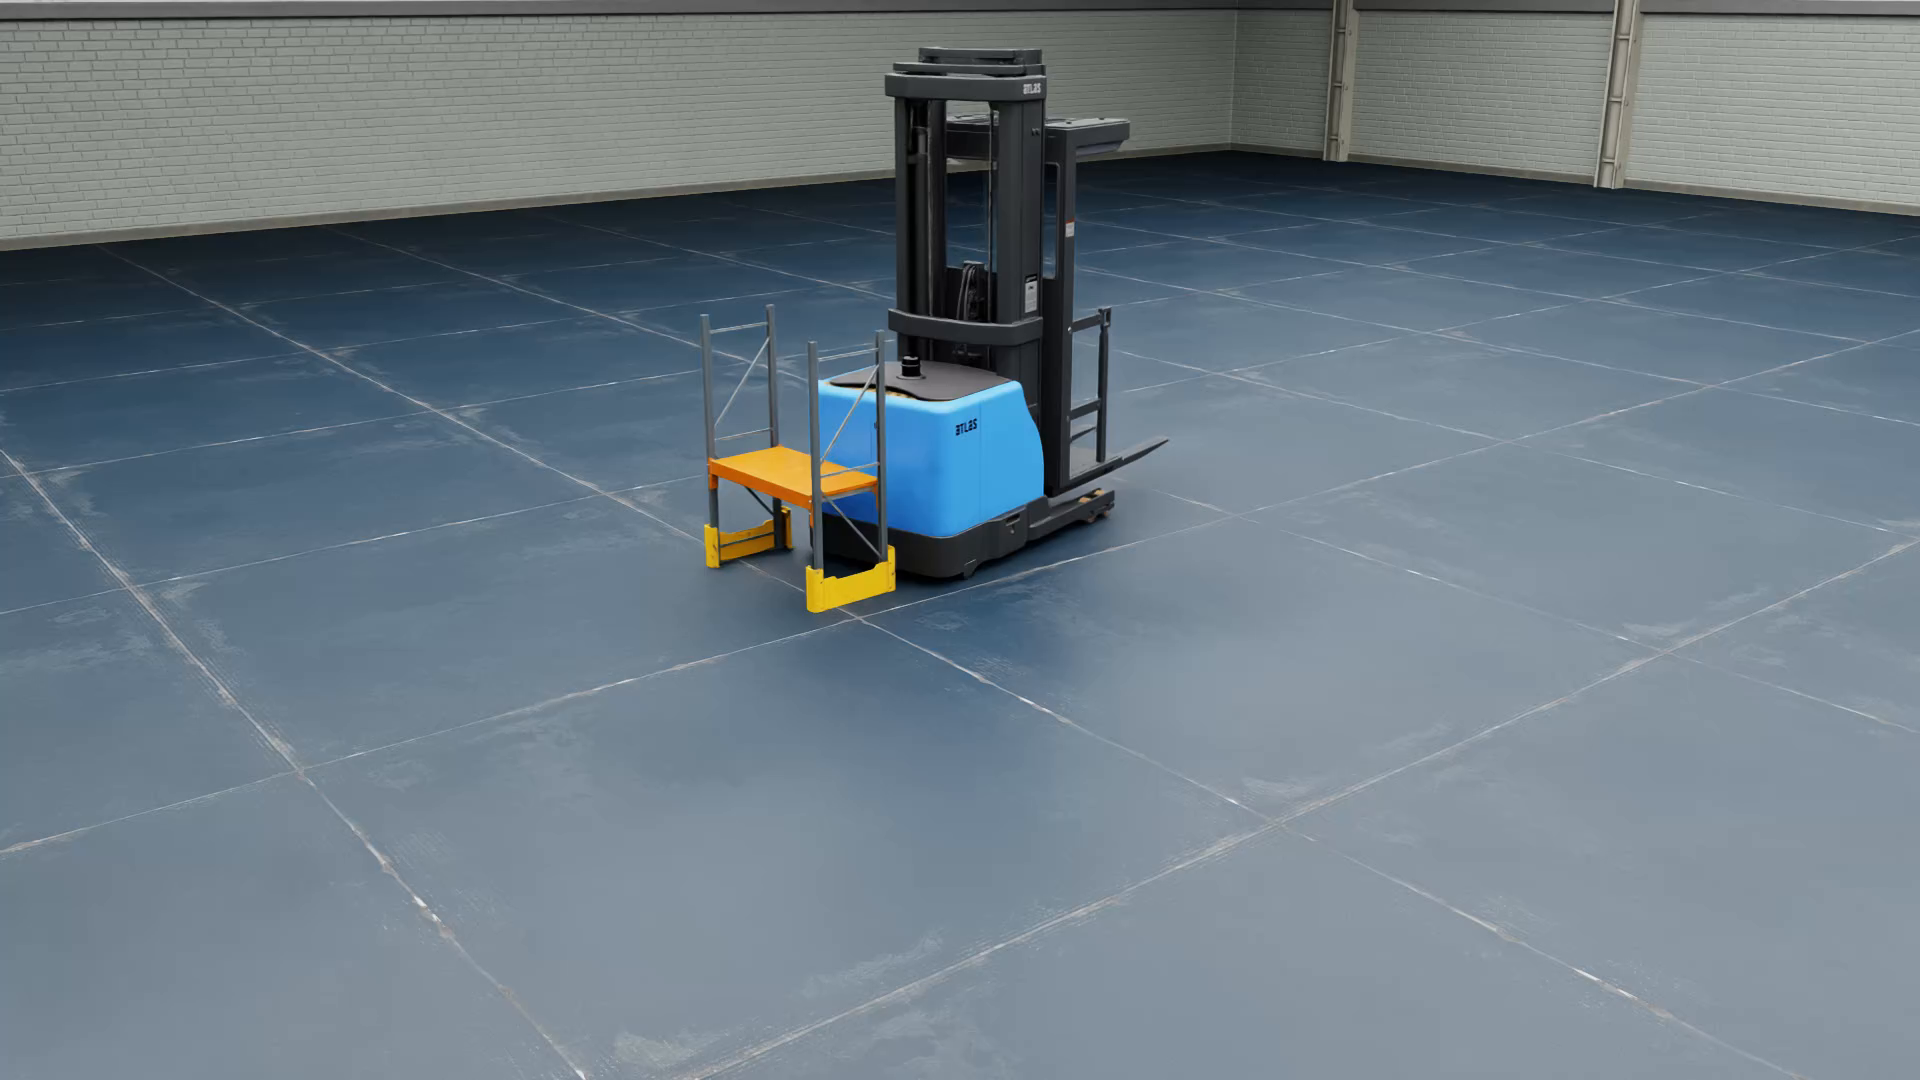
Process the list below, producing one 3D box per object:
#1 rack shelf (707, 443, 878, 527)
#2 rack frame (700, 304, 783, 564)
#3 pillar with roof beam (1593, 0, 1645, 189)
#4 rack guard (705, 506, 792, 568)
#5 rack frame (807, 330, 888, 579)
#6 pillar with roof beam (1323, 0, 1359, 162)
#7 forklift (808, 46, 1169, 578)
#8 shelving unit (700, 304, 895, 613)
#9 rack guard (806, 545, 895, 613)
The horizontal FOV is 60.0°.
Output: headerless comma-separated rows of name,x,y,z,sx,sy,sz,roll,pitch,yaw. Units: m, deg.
rack shelf,-0.946,-0.326,9.534,0.538,0.185,1.000,-16,24,-39
rack frame,-1.284,-0.616,9.837,0.500,1.500,0.032,-16,24,-39
pillar with roof beam,7.875,-9.552,24.895,9.100,9.000,0.400,-14,23,-36
rack guard,-1.271,-0.018,10.020,0.587,0.250,0.087,-16,24,-39
rack frame,-0.607,-0.378,9.118,0.500,1.500,0.032,-16,24,-39
pillar with roof beam,4.149,-11.031,29.360,9.100,9.000,0.400,-14,23,-36
forklift,0.353,-1.579,10.467,1.130,2.935,3.031,12,22,33
shelving unit,-0.939,-0.495,9.471,0.587,1.500,1.083,-16,24,-39
rack guard,-0.608,0.215,9.315,0.587,0.250,0.087,-16,24,-39
